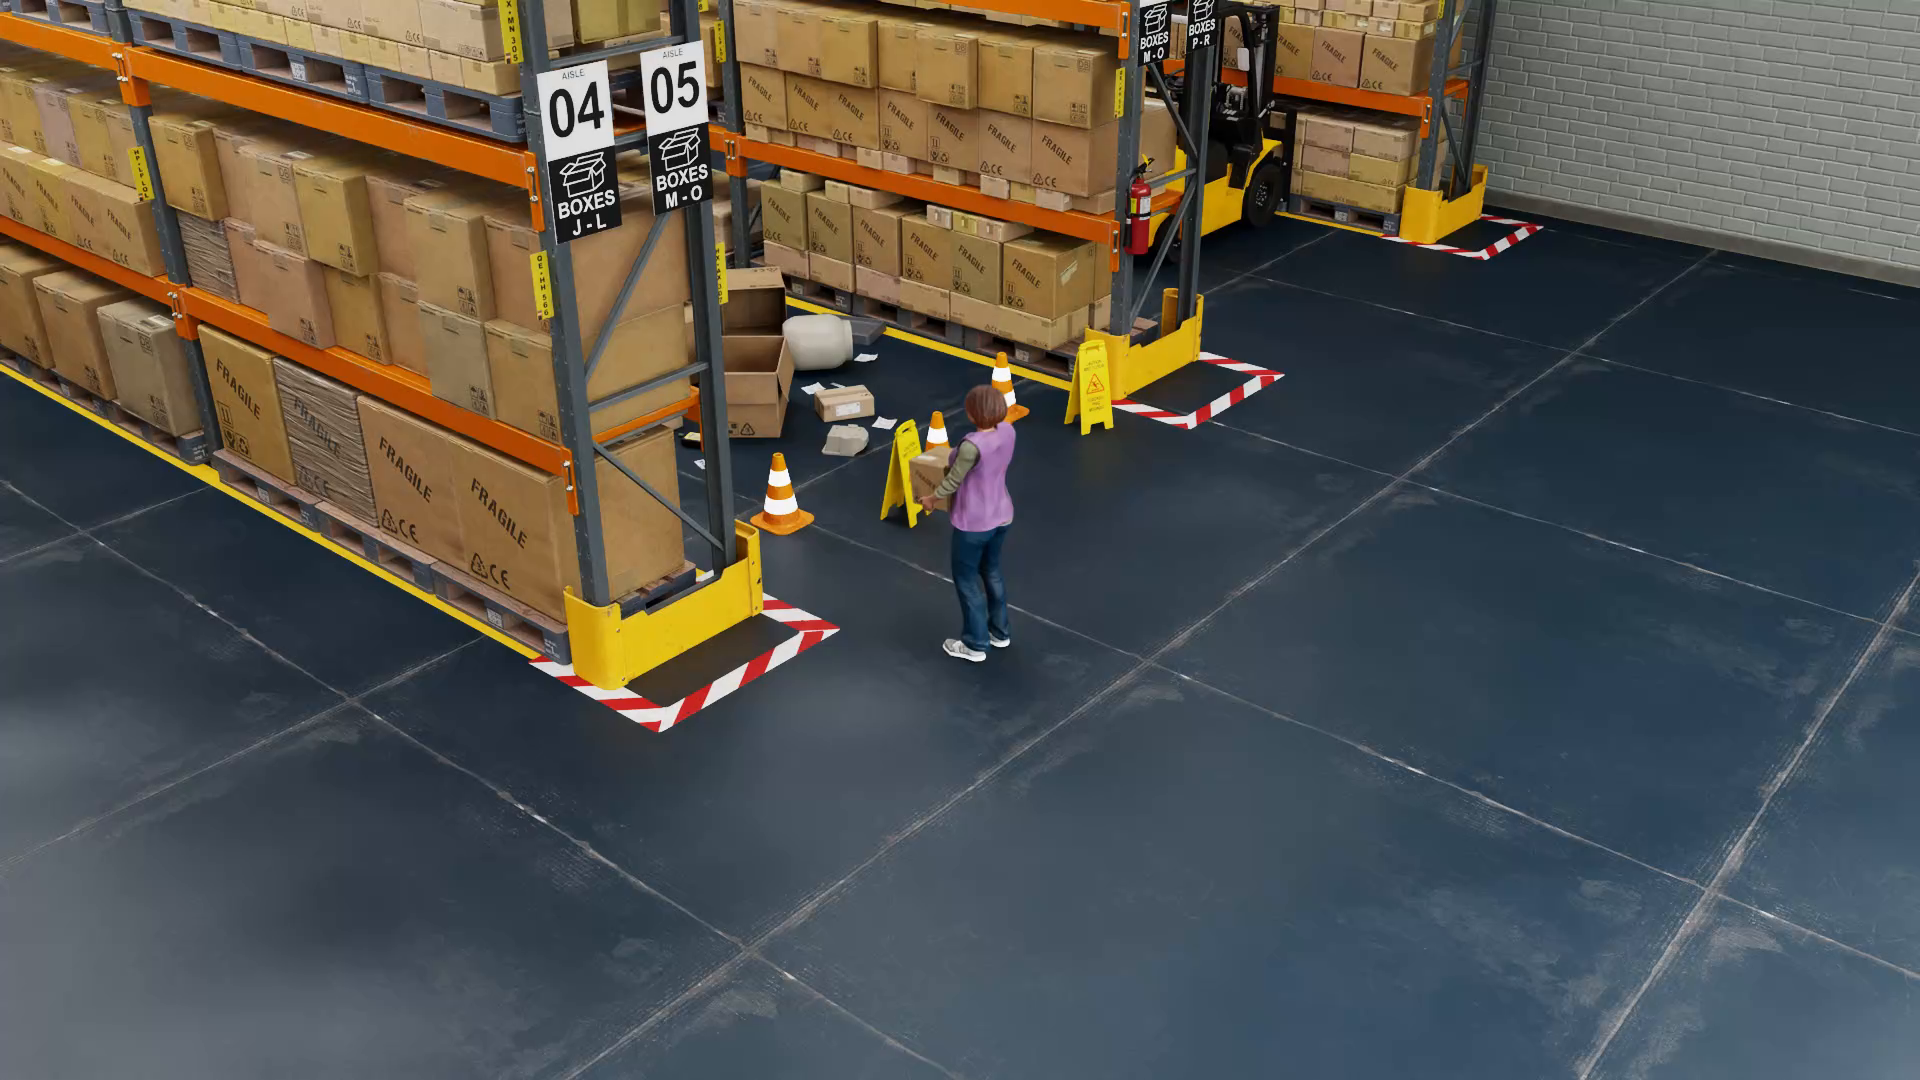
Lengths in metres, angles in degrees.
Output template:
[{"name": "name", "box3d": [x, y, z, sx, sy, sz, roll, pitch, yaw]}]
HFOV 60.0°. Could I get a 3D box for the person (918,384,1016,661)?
[{"name": "person", "box3d": [0.045, -0.123, 8.871, 0.489, 1.593, 0.405, 22, 35, 35]}]
